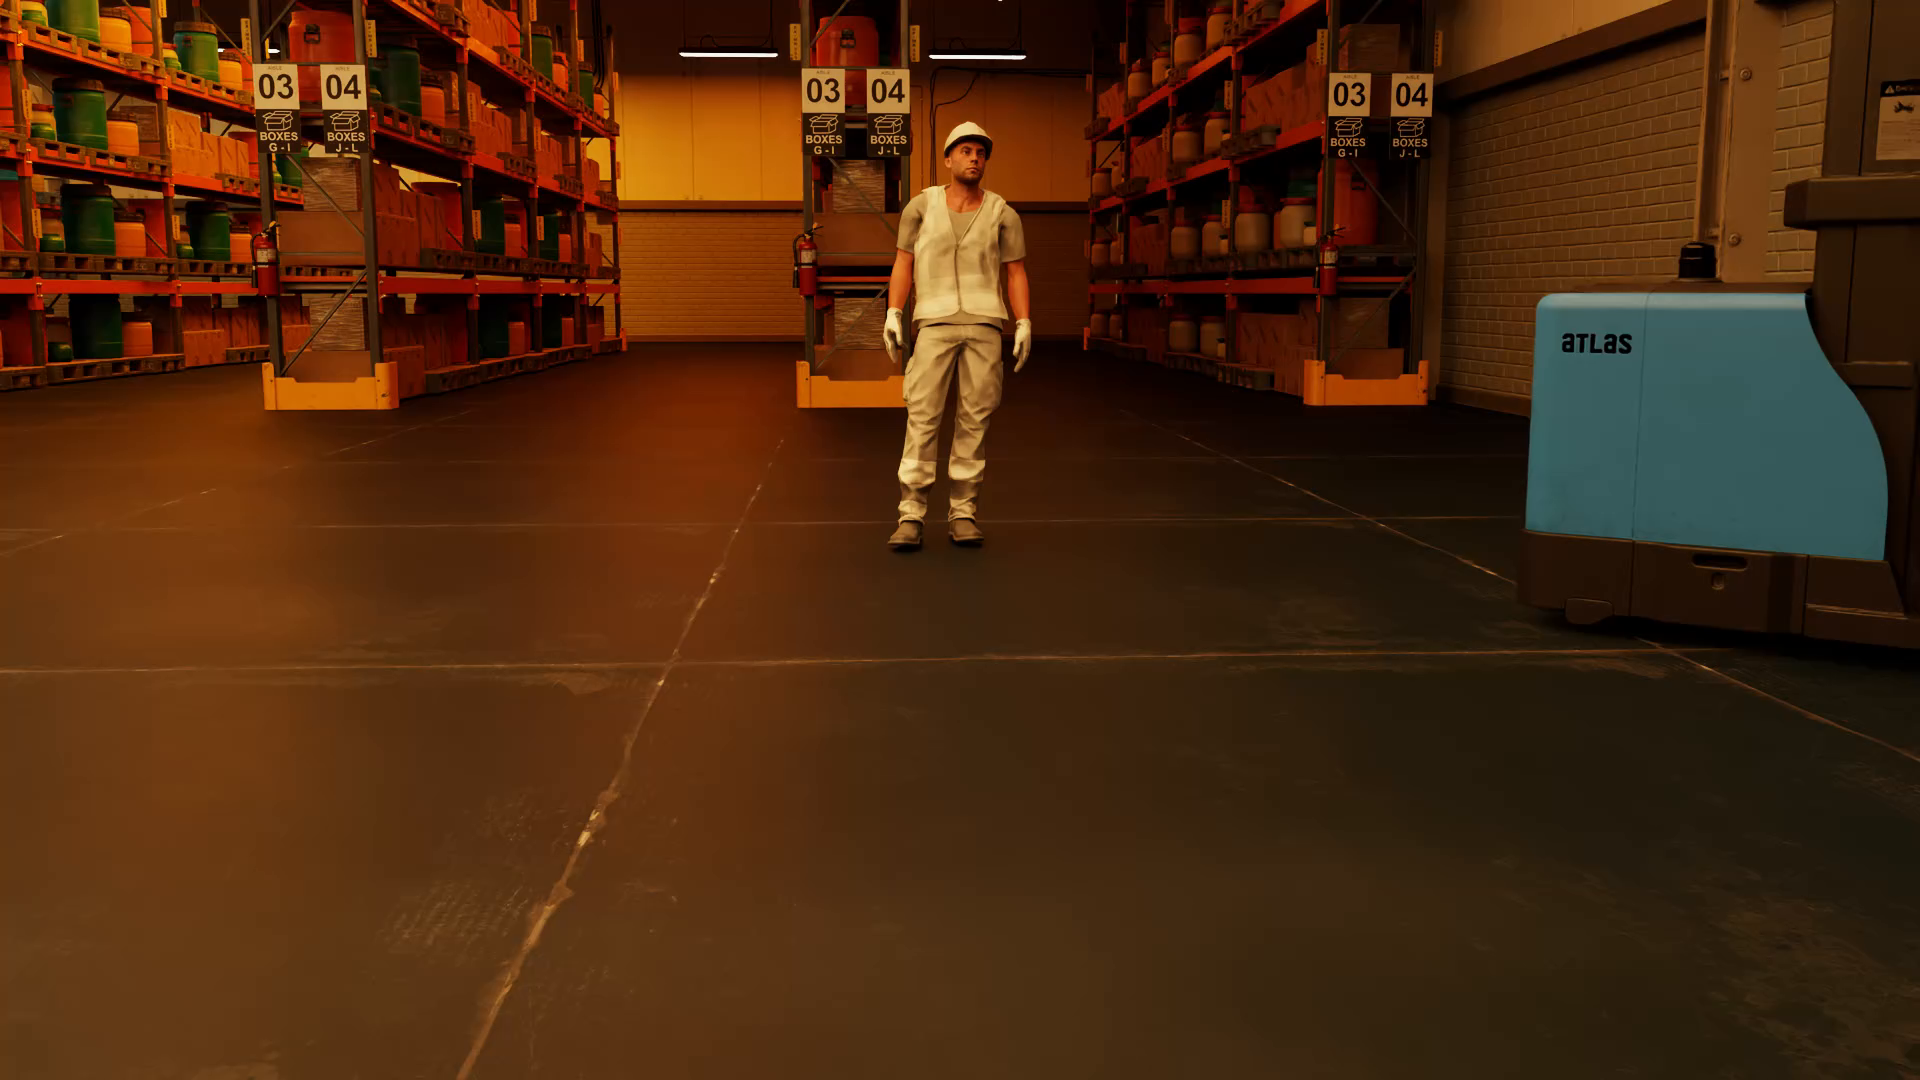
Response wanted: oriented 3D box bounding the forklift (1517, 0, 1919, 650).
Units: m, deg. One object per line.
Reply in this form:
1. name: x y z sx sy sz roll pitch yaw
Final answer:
1. forklift: 3.321 -1.103 4.757 3.031 2.935 1.130 6 10 35

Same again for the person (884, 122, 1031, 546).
1. person: -0.007 -0.881 7.097 0.637 1.790 0.562 -1 8 -4
